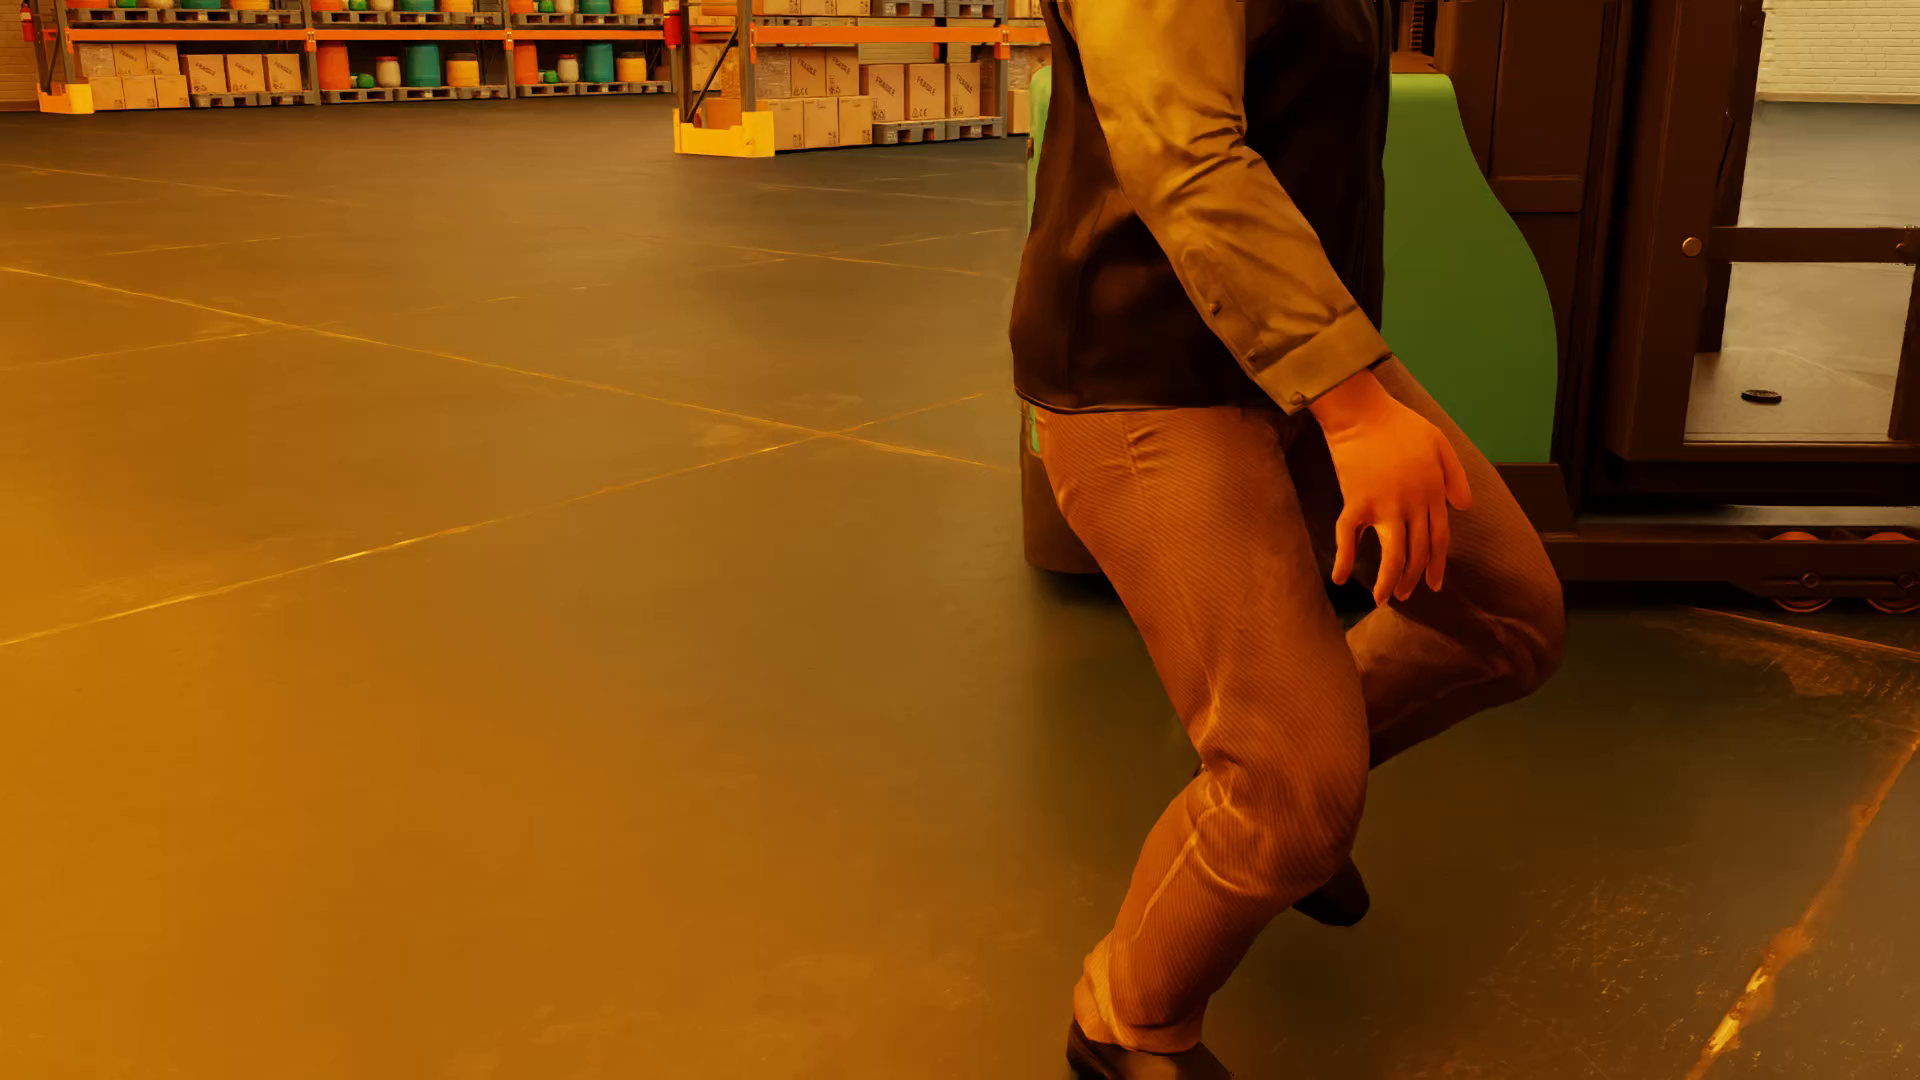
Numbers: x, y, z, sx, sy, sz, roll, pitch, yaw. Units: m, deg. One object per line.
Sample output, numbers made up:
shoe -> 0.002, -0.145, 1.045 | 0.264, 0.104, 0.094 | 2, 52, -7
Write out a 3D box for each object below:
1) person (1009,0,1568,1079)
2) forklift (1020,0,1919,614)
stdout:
person -> 0.330, -0.174, 1.761 | 0.604, 1.623, 0.802 | 11, 20, 33
forklift -> 1.665, -1.407, 3.531 | 3.031, 2.935, 1.130 | 0, 17, 1
